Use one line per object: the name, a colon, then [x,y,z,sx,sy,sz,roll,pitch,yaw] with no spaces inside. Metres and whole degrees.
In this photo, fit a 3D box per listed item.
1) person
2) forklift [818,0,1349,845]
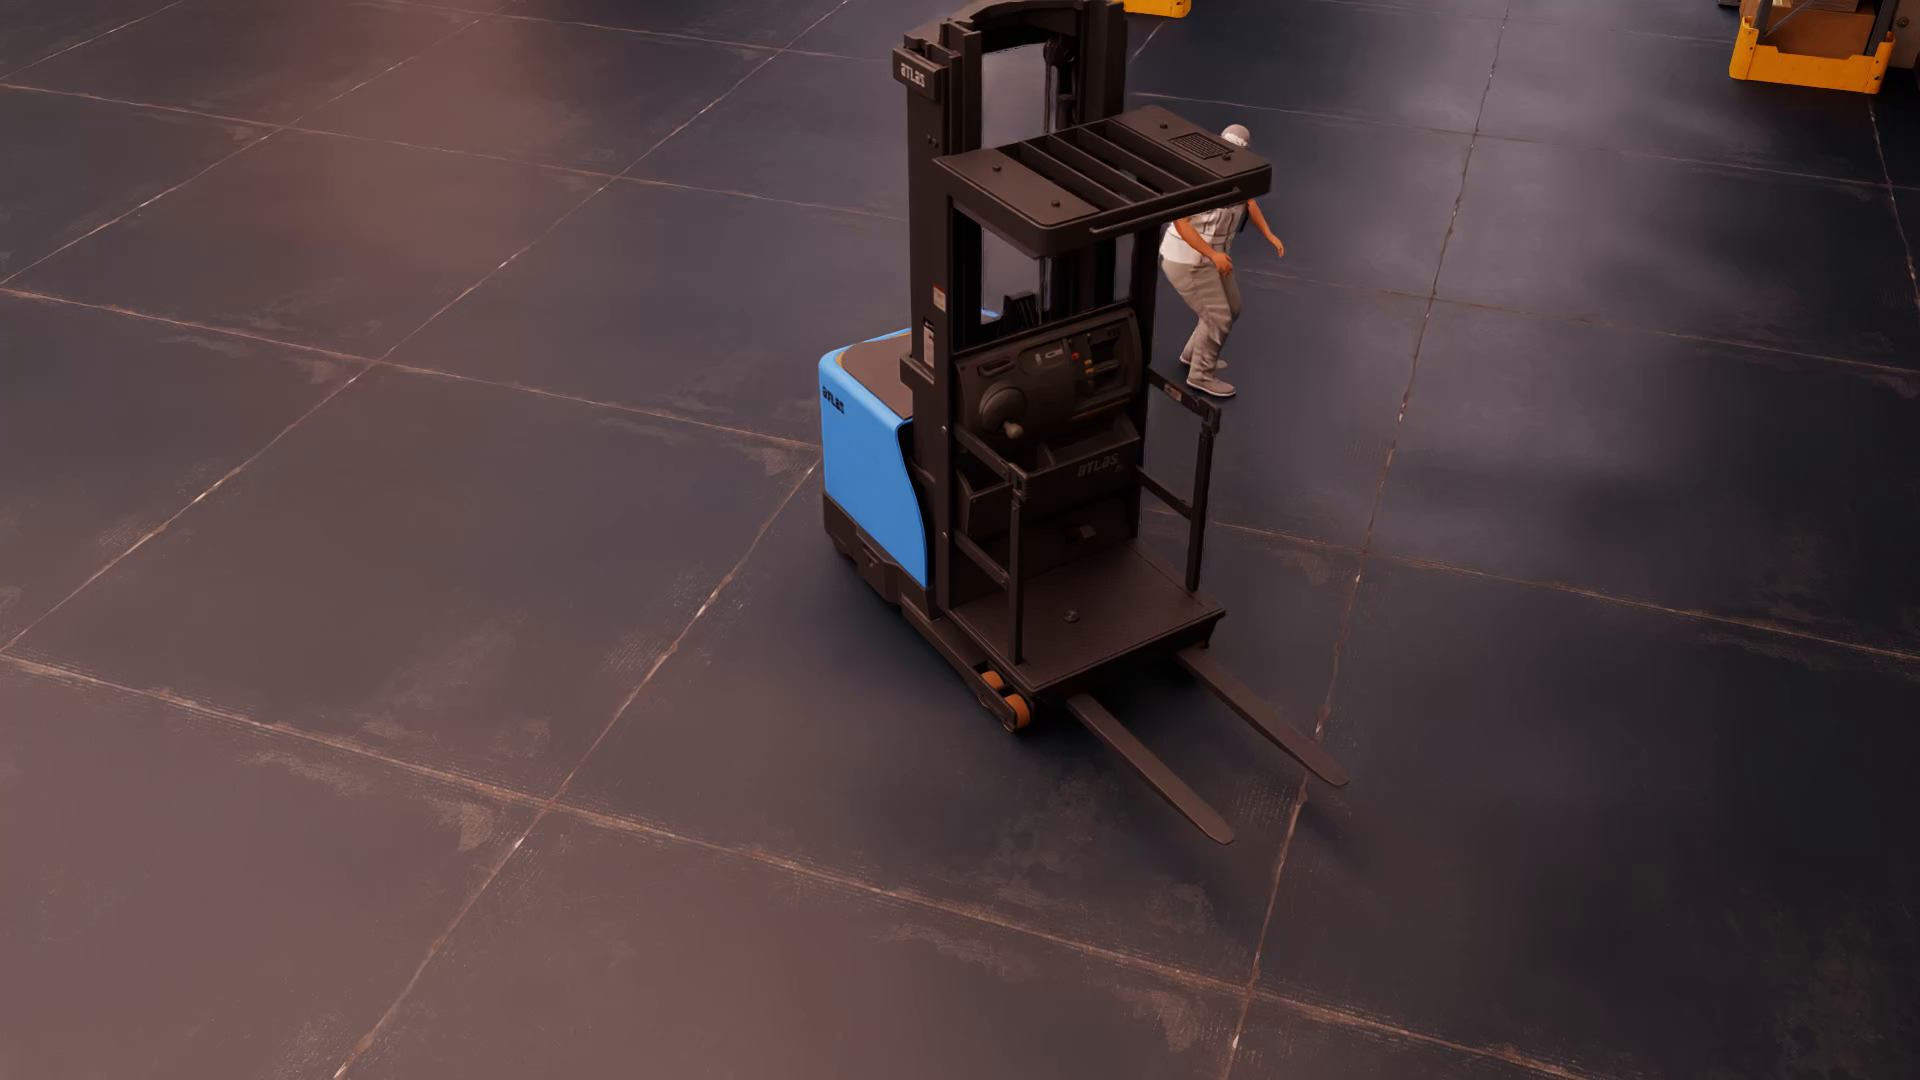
person: [1.483,-1.612,9.569,0.597,1.619,0.720,20,40,26]
forklift: [0.512,-0.652,7.031,1.130,2.935,3.031,-20,40,-26]
